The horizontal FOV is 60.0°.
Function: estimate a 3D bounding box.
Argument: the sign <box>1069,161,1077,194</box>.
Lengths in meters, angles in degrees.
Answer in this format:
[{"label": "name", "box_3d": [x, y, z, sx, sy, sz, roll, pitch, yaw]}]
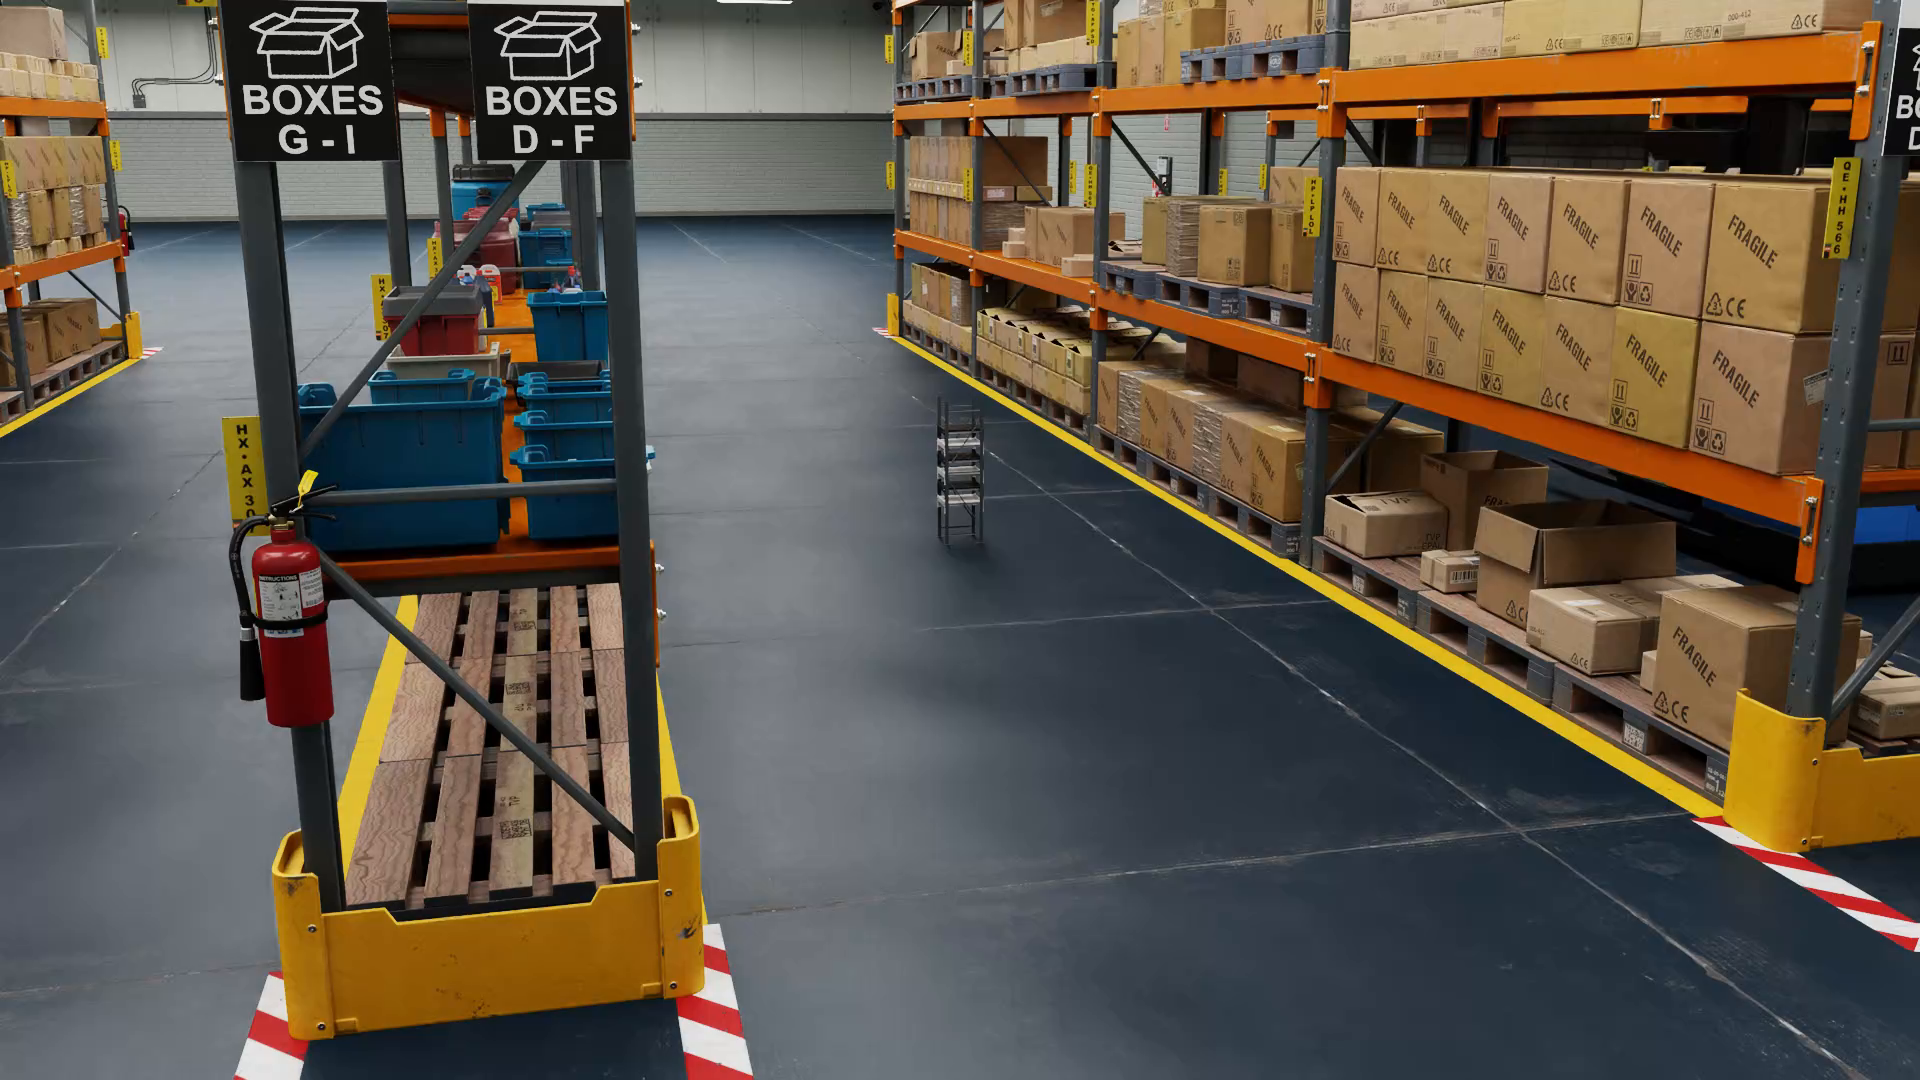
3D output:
[{"label": "sign", "box_3d": [1.146, -3.724, 17.078, 0.100, 0.325, 0.005, -3, 14, -13]}]

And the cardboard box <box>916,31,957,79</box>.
[{"label": "cardboard box", "box_3d": [-0.195, -5.470, 18.785, 0.500, 0.500, 0.500, -3, 14, -13]}]

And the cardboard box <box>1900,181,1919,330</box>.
[{"label": "cardboard box", "box_3d": [3.591, -1.051, 6.090, 0.500, 0.500, 0.500, -3, 14, -11]}]

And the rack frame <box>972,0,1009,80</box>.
[{"label": "rack frame", "box_3d": [0.621, -6.082, 16.361, 1.000, 3.000, 0.127, -3, 14, -13]}]

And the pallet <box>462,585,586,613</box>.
[{"label": "pallet", "box_3d": [-2.457, 0.127, 9.461, 1.003, 0.211, 1.213, -3, 14, -13]}]

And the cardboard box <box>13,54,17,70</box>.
[{"label": "cardboard box", "box_3d": [-9.058, -4.462, 15.527, 0.380, 0.149, 0.250, -3, 14, -11]}]

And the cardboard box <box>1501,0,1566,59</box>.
[{"label": "cardboard box", "box_3d": [2.723, -2.234, 7.248, 0.500, 0.250, 0.500, -3, 14, -13]}]

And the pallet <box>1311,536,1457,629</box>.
[{"label": "pallet", "box_3d": [2.660, 0.191, 9.201, 1.003, 0.211, 1.213, -3, 14, -13]}]

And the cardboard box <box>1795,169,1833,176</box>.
[{"label": "cardboard box", "box_3d": [6.478, -2.731, 12.825, 0.500, 0.250, 0.500, -3, 14, -13]}]

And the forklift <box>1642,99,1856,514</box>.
[{"label": "forklift", "box_3d": [5.534, -1.922, 12.117, 3.258, 2.935, 6.519, -3, 14, -12]}]

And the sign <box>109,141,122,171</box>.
[{"label": "sign", "box_3d": [-9.405, -4.282, 18.526, 0.100, 0.325, 0.005, -3, 14, -13]}]

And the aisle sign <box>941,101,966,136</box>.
[{"label": "aisle sign", "box_3d": [-0.049, -5.385, 20.670, 0.394, 0.787, 0.004, -3, 14, -13]}]

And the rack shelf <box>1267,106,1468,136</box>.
[{"label": "rack shelf", "box_3d": [4.965, -5.014, 19.824, 1.077, 0.370, 4.000, -3, 14, -13]}]

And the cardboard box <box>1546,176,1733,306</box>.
[{"label": "cardboard box", "box_3d": [2.821, -1.257, 6.934, 0.500, 0.500, 0.500, -3, 14, -12]}]

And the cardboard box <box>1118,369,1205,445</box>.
[{"label": "cardboard box", "box_3d": [1.517, -1.003, 12.552, 0.500, 0.500, 0.500, -4, 14, -15]}]

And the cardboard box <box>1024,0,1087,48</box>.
[{"label": "cardboard box", "box_3d": [0.883, -4.846, 15.472, 0.500, 0.500, 0.500, -2, 14, -8]}]

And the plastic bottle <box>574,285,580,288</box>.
[{"label": "plastic bottle", "box_3d": [-2.350, -1.430, 10.232, 0.097, 0.271, 0.097, 0, 14, 0]}]

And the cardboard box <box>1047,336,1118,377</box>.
[{"label": "cardboard box", "box_3d": [1.069, -1.612, 14.433, 0.500, 0.311, 0.500, -4, 14, -14]}]

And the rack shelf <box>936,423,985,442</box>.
[{"label": "rack shelf", "box_3d": [0.002, -0.665, 10.256, 0.258, 0.077, 0.200, -3, 14, -13]}]

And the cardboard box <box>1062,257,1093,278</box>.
[{"label": "cardboard box", "box_3d": [1.080, -2.315, 14.112, 0.380, 0.149, 0.250, -3, 14, -13]}]

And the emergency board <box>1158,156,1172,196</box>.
[{"label": "emergency board", "box_3d": [3.548, -6.211, 29.528, 0.194, 1.169, 0.643, -3, 14, -13]}]

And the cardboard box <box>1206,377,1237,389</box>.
[{"label": "cardboard box", "box_3d": [2.129, -0.922, 12.222, 0.500, 0.500, 0.500, -4, 14, -15]}]

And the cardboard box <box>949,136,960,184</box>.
[{"label": "cardboard box", "box_3d": [0.273, -4.181, 18.274, 0.700, 0.500, 0.500, -3, 14, -13]}]

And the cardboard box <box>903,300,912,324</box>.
[{"label": "cardboard box", "box_3d": [-0.409, -2.823, 20.569, 0.500, 0.250, 0.500, -3, 14, -13]}]

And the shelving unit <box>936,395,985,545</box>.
[{"label": "shelving unit", "box_3d": [0.002, -0.435, 10.313, 0.258, 0.900, 0.210, -3, 14, -13]}]

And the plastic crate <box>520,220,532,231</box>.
[{"label": "plastic crate", "box_3d": [-4.194, -2.990, 16.477, 0.767, 0.338, 0.504, -3, 14, -13]}]

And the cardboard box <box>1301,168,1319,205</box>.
[{"label": "cardboard box", "box_3d": [4.537, -4.308, 20.432, 0.500, 0.500, 0.500, -4, 14, -15]}]

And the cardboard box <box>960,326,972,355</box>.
[{"label": "cardboard box", "box_3d": [0.299, -2.131, 17.737, 0.500, 0.250, 0.500, -3, 14, -13]}]

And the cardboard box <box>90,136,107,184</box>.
[{"label": "cardboard box", "box_3d": [-9.580, -4.105, 17.964, 0.500, 0.500, 0.500, -3, 14, -13]}]

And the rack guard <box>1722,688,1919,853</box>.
[{"label": "rack guard", "box_3d": [3.421, 0.797, 6.110, 1.175, 0.500, 0.348, -3, 14, -13]}]

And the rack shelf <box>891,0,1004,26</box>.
[{"label": "rack shelf", "box_3d": [0.151, -6.000, 18.382, 1.077, 0.370, 4.000, -3, 14, -13]}]

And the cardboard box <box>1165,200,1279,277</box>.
[{"label": "cardboard box", "box_3d": [1.847, -2.137, 11.758, 0.700, 0.500, 0.500, -1, 14, -3]}]

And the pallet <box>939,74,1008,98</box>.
[{"label": "pallet", "box_3d": [0.395, -4.777, 17.527, 1.003, 0.211, 1.213, -3, 14, -13]}]

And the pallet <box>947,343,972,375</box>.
[{"label": "pallet", "box_3d": [0.474, -1.999, 18.164, 1.003, 0.211, 1.213, -3, 14, -13]}]

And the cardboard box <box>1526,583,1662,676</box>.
[{"label": "cardboard box", "box_3d": [2.878, 0.390, 7.377, 0.500, 0.250, 0.500, -3, 14, -13]}]

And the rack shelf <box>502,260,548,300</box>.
[{"label": "rack shelf", "box_3d": [-3.725, -2.211, 14.111, 0.919, 0.052, 3.809, -3, 14, -13]}]

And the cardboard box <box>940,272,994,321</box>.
[{"label": "cardboard box", "box_3d": [0.072, -2.726, 18.594, 0.500, 0.500, 0.500, -3, 14, -13]}]

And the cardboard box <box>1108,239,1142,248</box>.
[{"label": "cardboard box", "box_3d": [1.538, -2.419, 14.195, 0.500, 0.311, 0.500, -3, 14, -14]}]

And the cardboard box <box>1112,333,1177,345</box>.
[{"label": "cardboard box", "box_3d": [1.591, -1.644, 14.561, 0.500, 0.311, 0.500, -4, 14, -15]}]

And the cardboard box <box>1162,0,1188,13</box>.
[{"label": "cardboard box", "box_3d": [1.776, -4.018, 11.914, 0.500, 0.500, 0.500, -3, 14, -13]}]

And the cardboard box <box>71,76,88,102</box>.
[{"label": "cardboard box", "box_3d": [-9.469, -4.711, 17.387, 0.500, 0.250, 0.500, -3, 14, -13]}]

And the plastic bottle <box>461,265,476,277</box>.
[{"label": "plastic bottle", "box_3d": [-3.468, -1.792, 11.702, 0.152, 0.276, 0.135, -3, 14, -13]}]

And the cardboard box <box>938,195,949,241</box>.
[{"label": "cardboard box", "box_3d": [0.145, -3.674, 18.933, 0.700, 0.500, 0.500, -3, 14, -11]}]

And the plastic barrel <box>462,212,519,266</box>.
[{"label": "plastic barrel", "box_3d": [-3.910, -2.457, 13.875, 0.433, 0.535, 0.433, 0, 14, 0]}]

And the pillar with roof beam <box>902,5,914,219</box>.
[{"label": "pillar with roof beam", "box_3d": [-5.730, -13.849, 48.153, 9.100, 9.000, 0.400, -3, 14, -13]}]

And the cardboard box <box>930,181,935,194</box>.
[{"label": "cardboard box", "box_3d": [-0.132, -4.055, 19.126, 0.380, 0.149, 0.250, -3, 14, -14]}]

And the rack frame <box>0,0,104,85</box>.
[{"label": "rack frame", "box_3d": [-9.949, -6.453, 17.881, 1.000, 3.000, 0.127, -3, 14, -13]}]

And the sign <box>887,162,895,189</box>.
[{"label": "sign", "box_3d": [-0.860, -4.520, 20.617, 0.100, 0.325, 0.005, -3, 14, -13]}]

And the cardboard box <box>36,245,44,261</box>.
[{"label": "cardboard box", "box_3d": [-8.967, -2.732, 15.820, 0.380, 0.149, 0.250, -3, 14, -13]}]

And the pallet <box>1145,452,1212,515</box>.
[{"label": "pallet", "box_3d": [1.982, -0.435, 11.763, 1.003, 0.211, 1.213, -3, 14, -13]}]

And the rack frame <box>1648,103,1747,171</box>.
[{"label": "rack frame", "box_3d": [6.374, -2.522, 14.429, 1.000, 3.000, 0.127, -3, 14, -13]}]

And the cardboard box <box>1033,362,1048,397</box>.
[{"label": "cardboard box", "box_3d": [0.960, -1.456, 14.975, 0.500, 0.250, 0.500, -3, 14, -12]}]

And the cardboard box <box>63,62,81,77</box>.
[{"label": "cardboard box", "box_3d": [-9.380, -4.890, 17.279, 0.380, 0.149, 0.250, -3, 14, -13]}]

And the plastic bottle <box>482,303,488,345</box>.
[{"label": "plastic bottle", "box_3d": [-2.754, -1.268, 9.399, 0.144, 0.351, 0.185, -3, 14, -13]}]

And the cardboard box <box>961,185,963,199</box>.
[{"label": "cardboard box", "box_3d": [0.228, -3.700, 17.672, 0.380, 0.149, 0.250, -4, 14, -15]}]

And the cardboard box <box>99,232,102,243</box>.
[{"label": "cardboard box", "box_3d": [-9.623, -3.305, 18.165, 0.380, 0.149, 0.250, -3, 14, -13]}]
